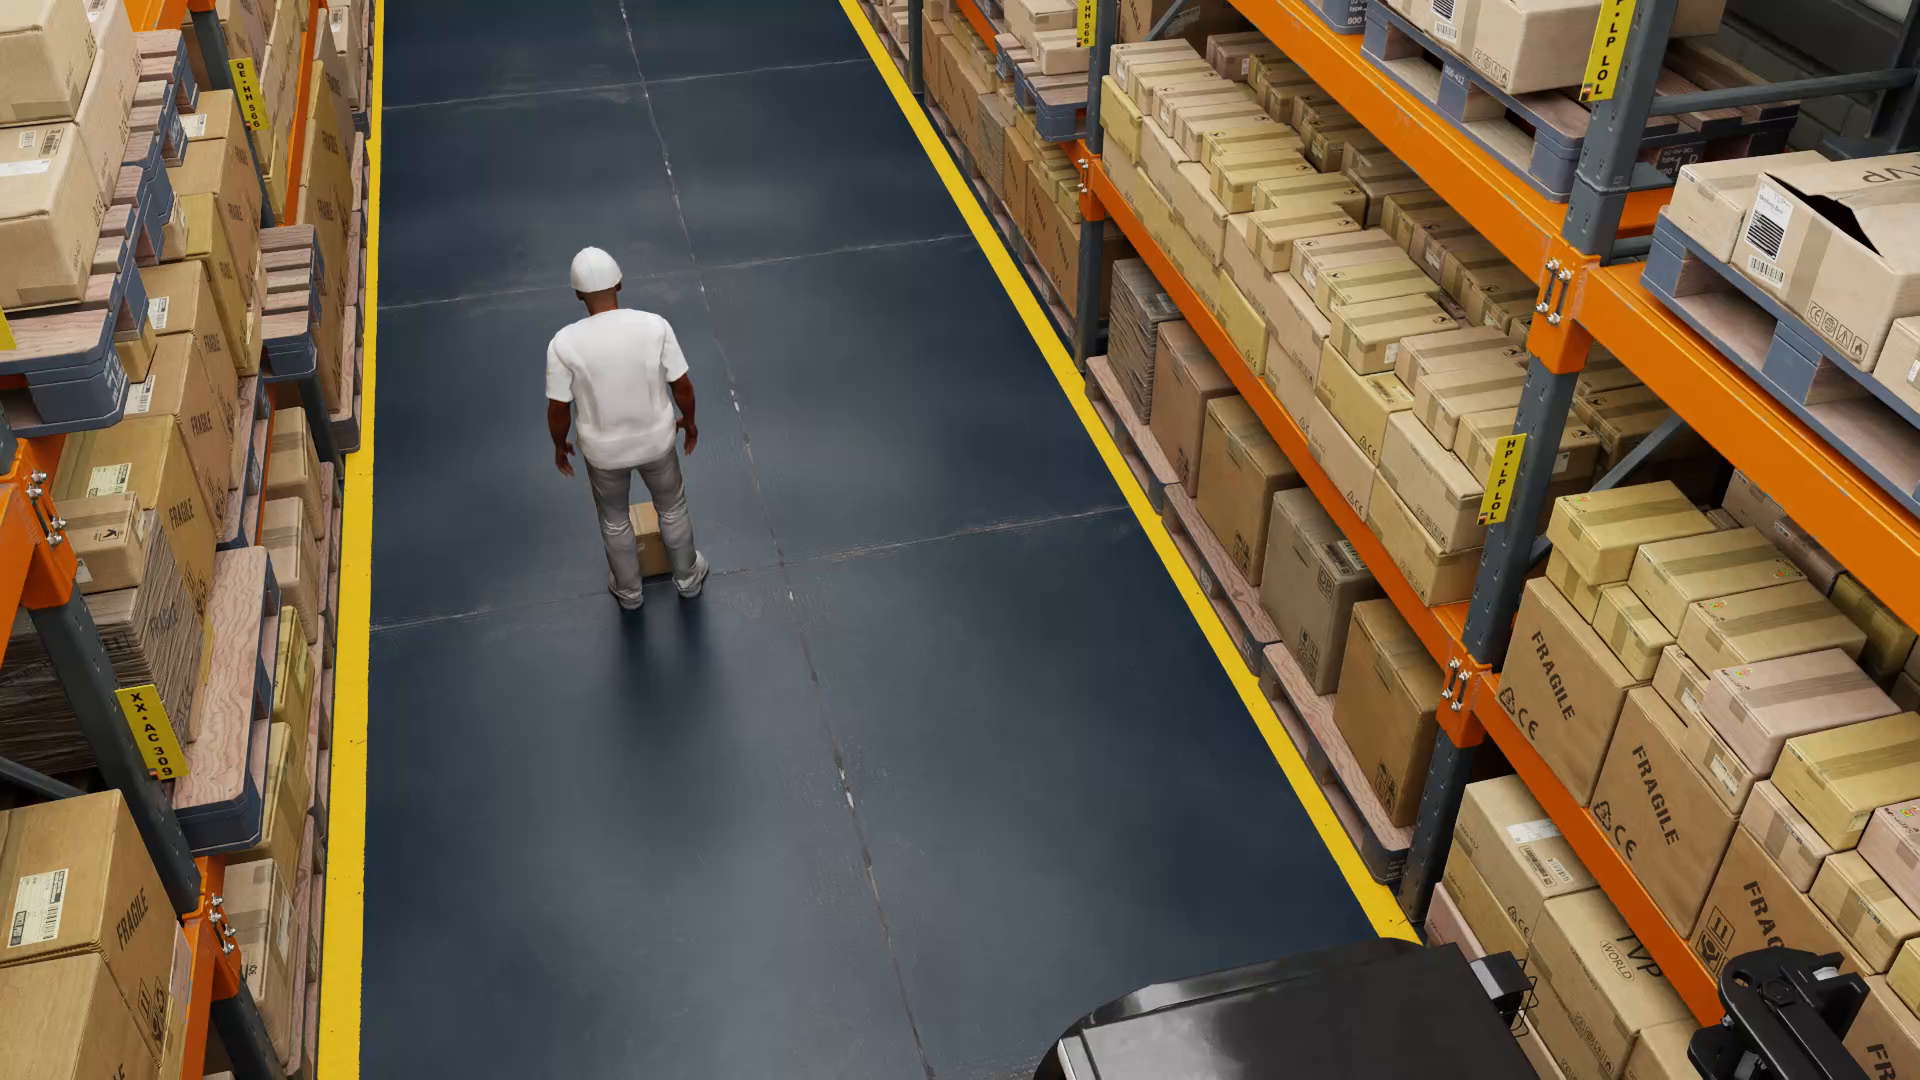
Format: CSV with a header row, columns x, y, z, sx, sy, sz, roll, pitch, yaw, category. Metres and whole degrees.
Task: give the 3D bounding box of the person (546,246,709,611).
x,y,z,sx,sy,sz,roll,pitch,yaw,category
-1.464,-0.459,7.287,0.636,1.761,0.454,-11,39,-14,person
